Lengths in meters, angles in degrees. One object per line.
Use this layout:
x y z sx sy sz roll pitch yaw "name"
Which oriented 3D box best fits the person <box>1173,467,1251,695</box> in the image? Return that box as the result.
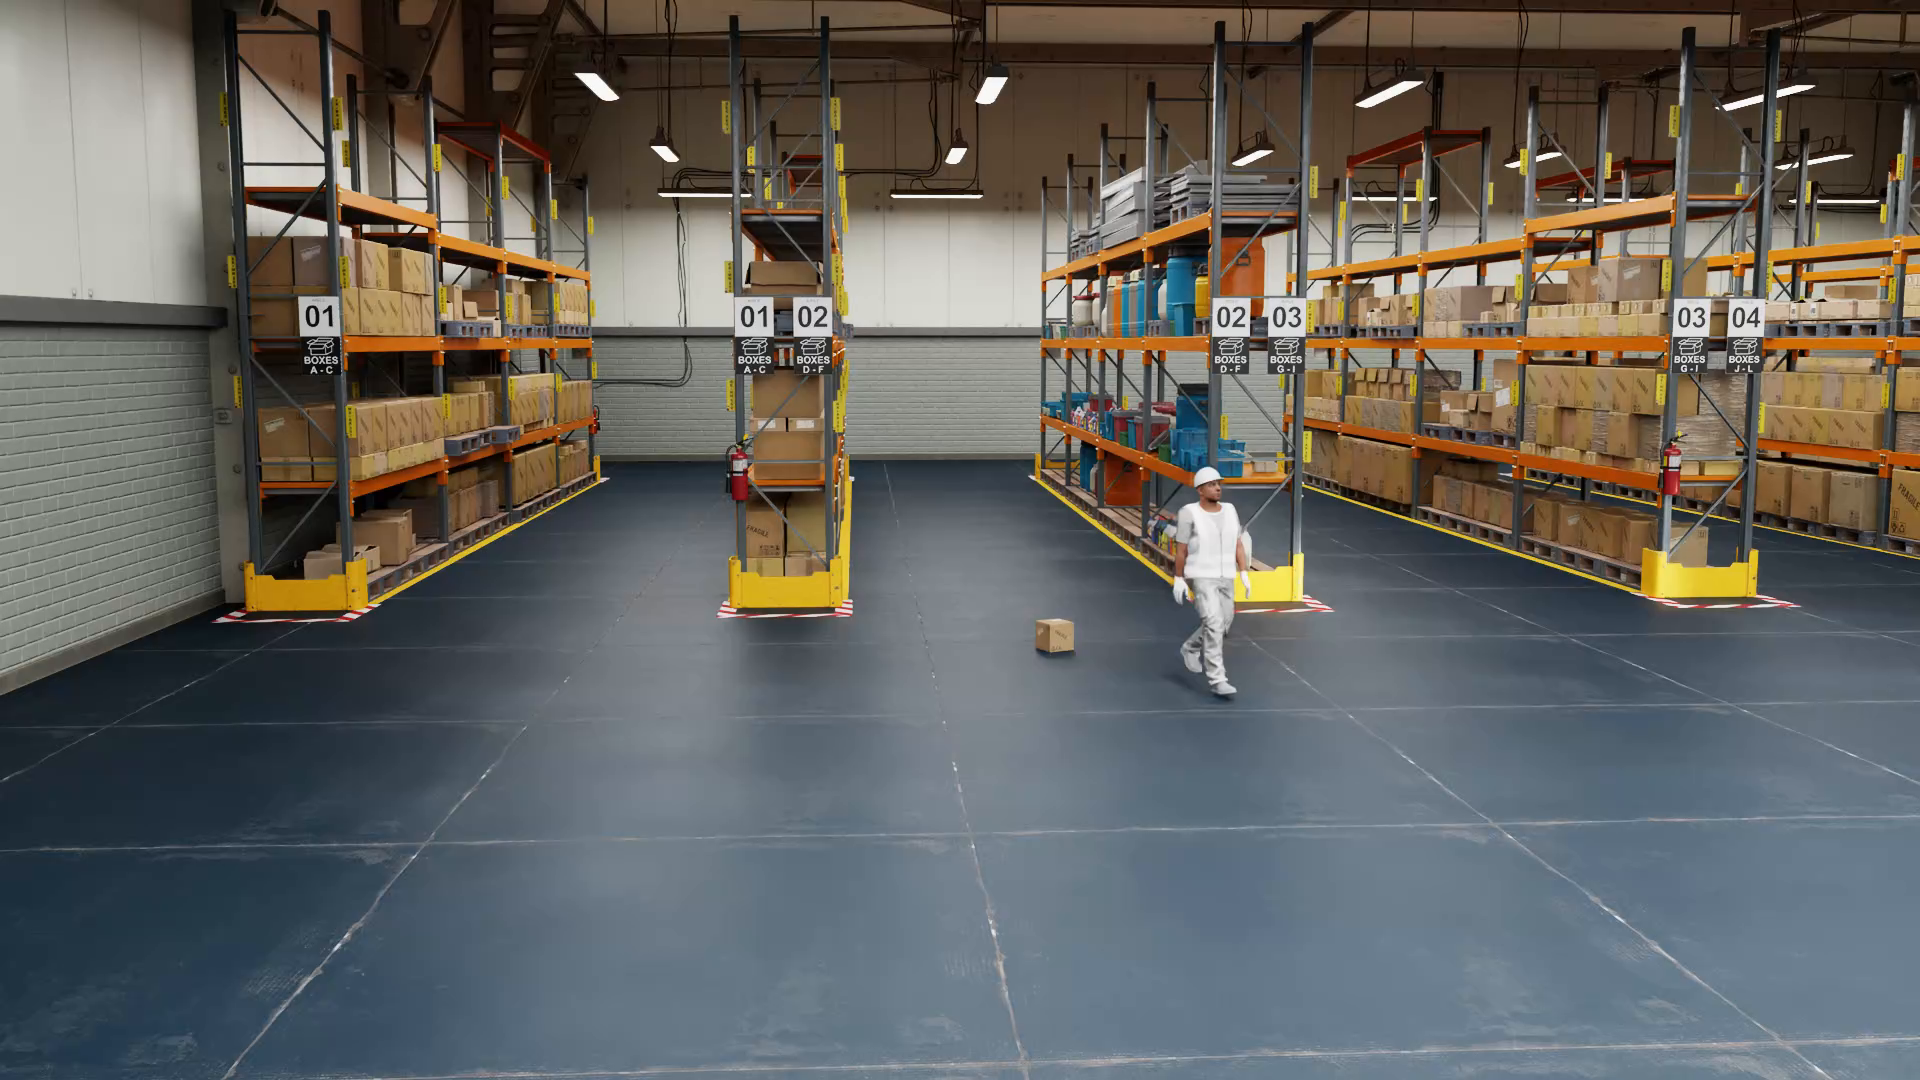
1.986 0.297 13.128 0.585 1.755 0.942 -3 8 -26 "person"
